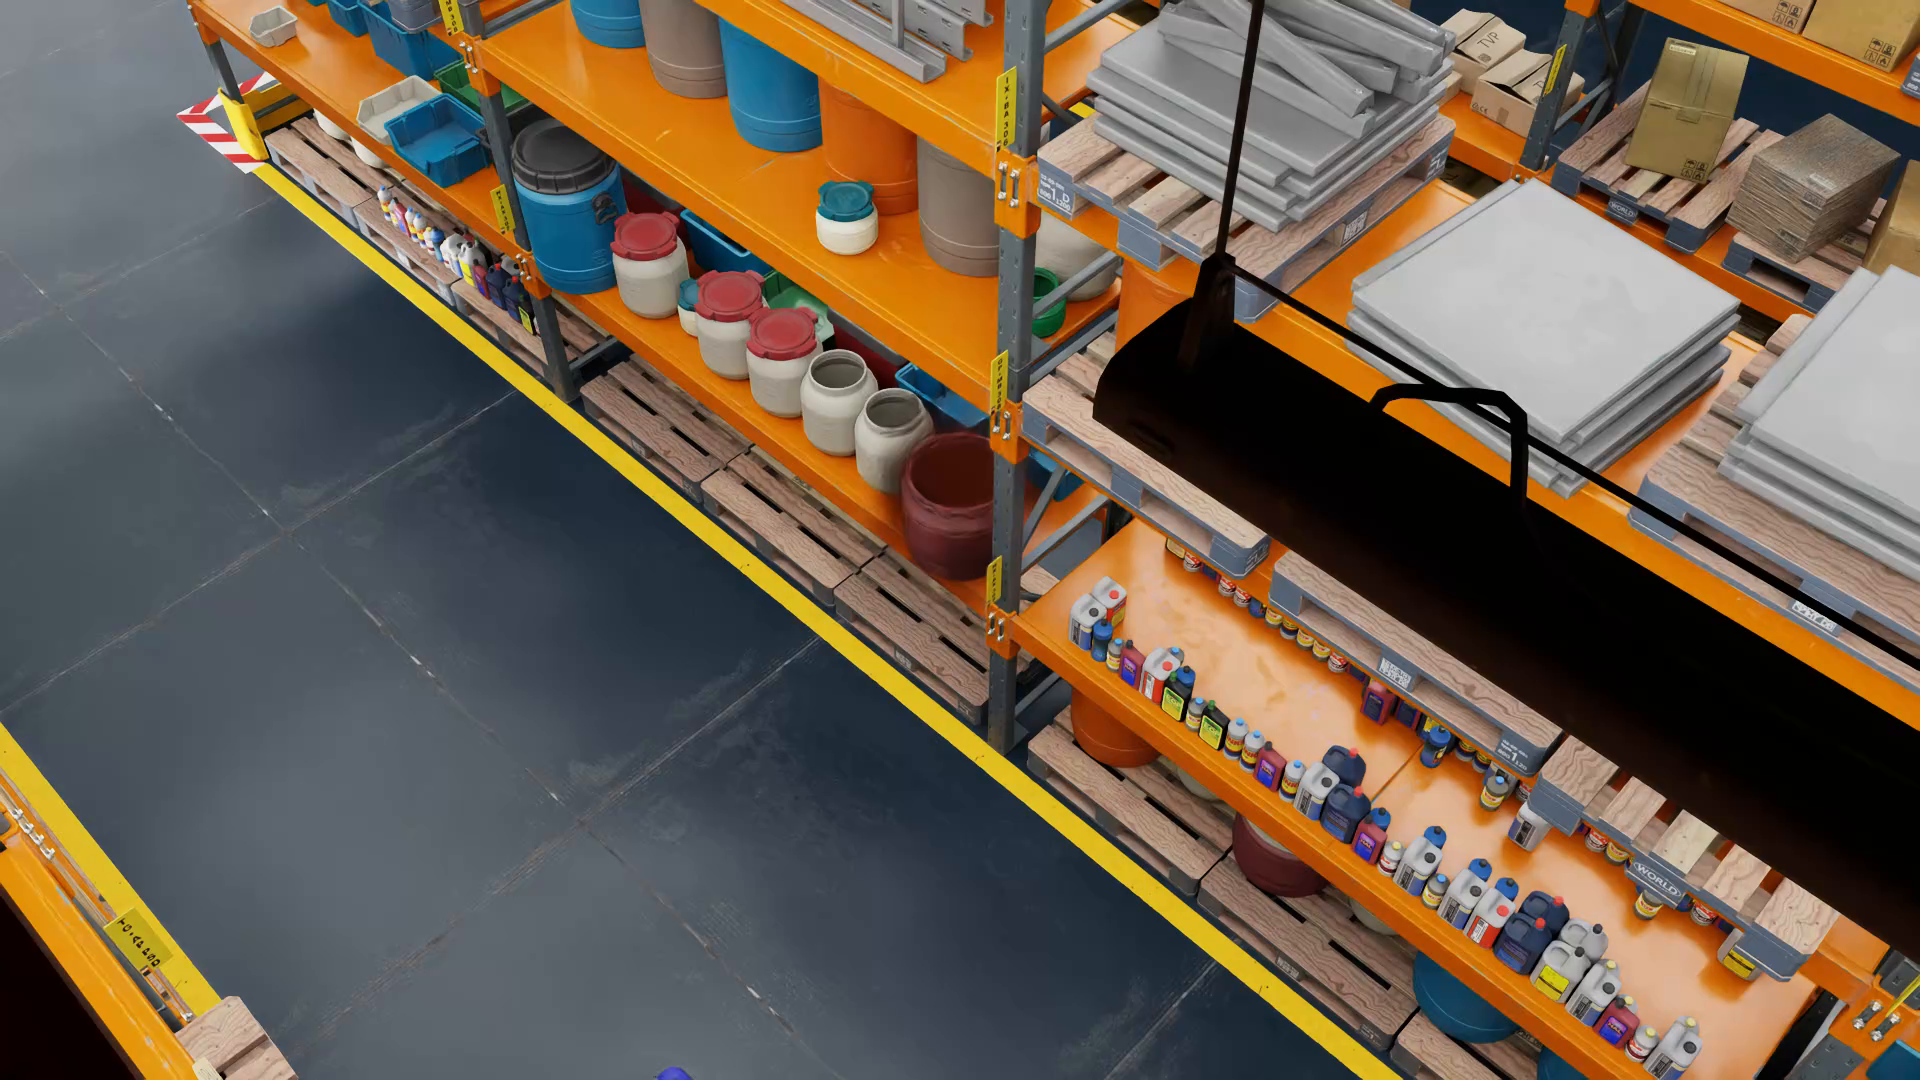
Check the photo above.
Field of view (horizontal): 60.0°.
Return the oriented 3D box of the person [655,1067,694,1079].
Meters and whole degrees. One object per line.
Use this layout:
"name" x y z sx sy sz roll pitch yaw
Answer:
"person" -1.324 2.608 7.165 0.578 1.627 0.518 21 53 17
